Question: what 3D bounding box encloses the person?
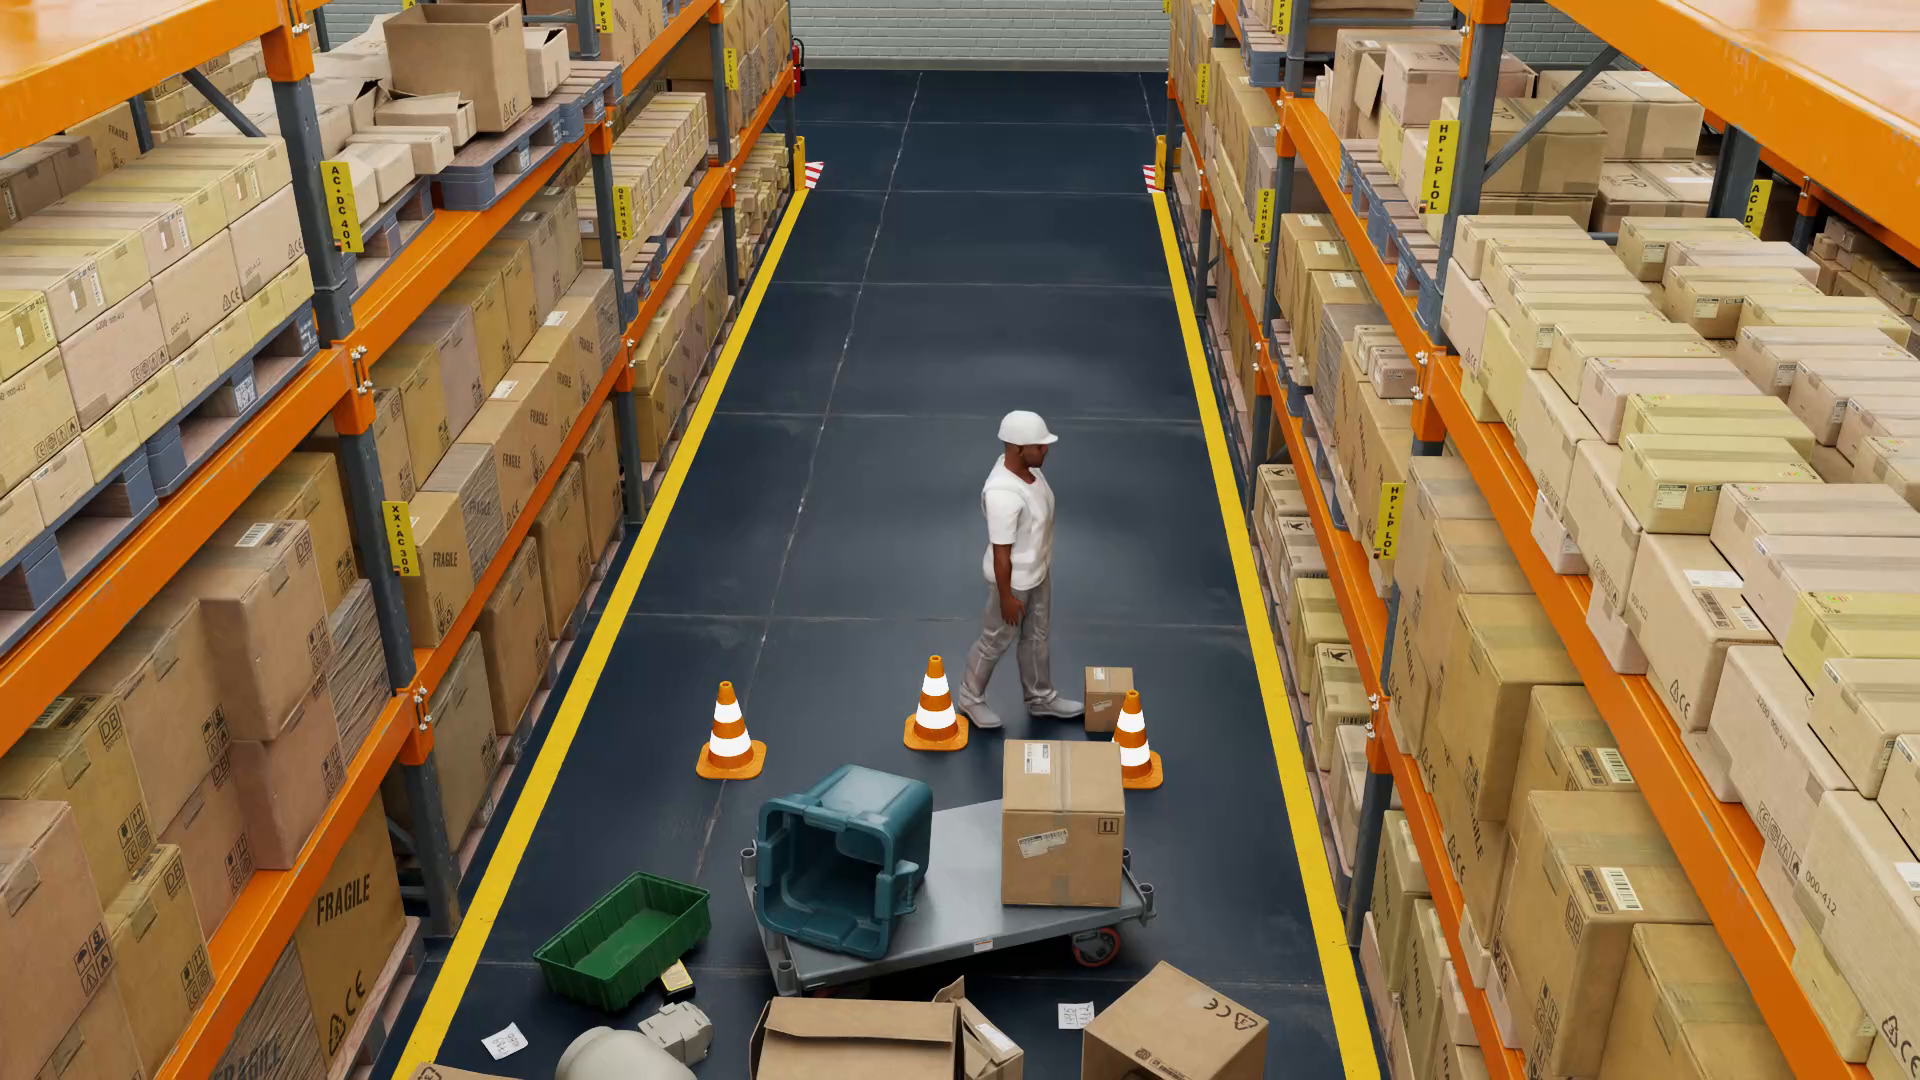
[{"bbox_3d":[0.320,0.167,8.496,0.667,1.770,0.589,9,29,16],"label":"person"}]
